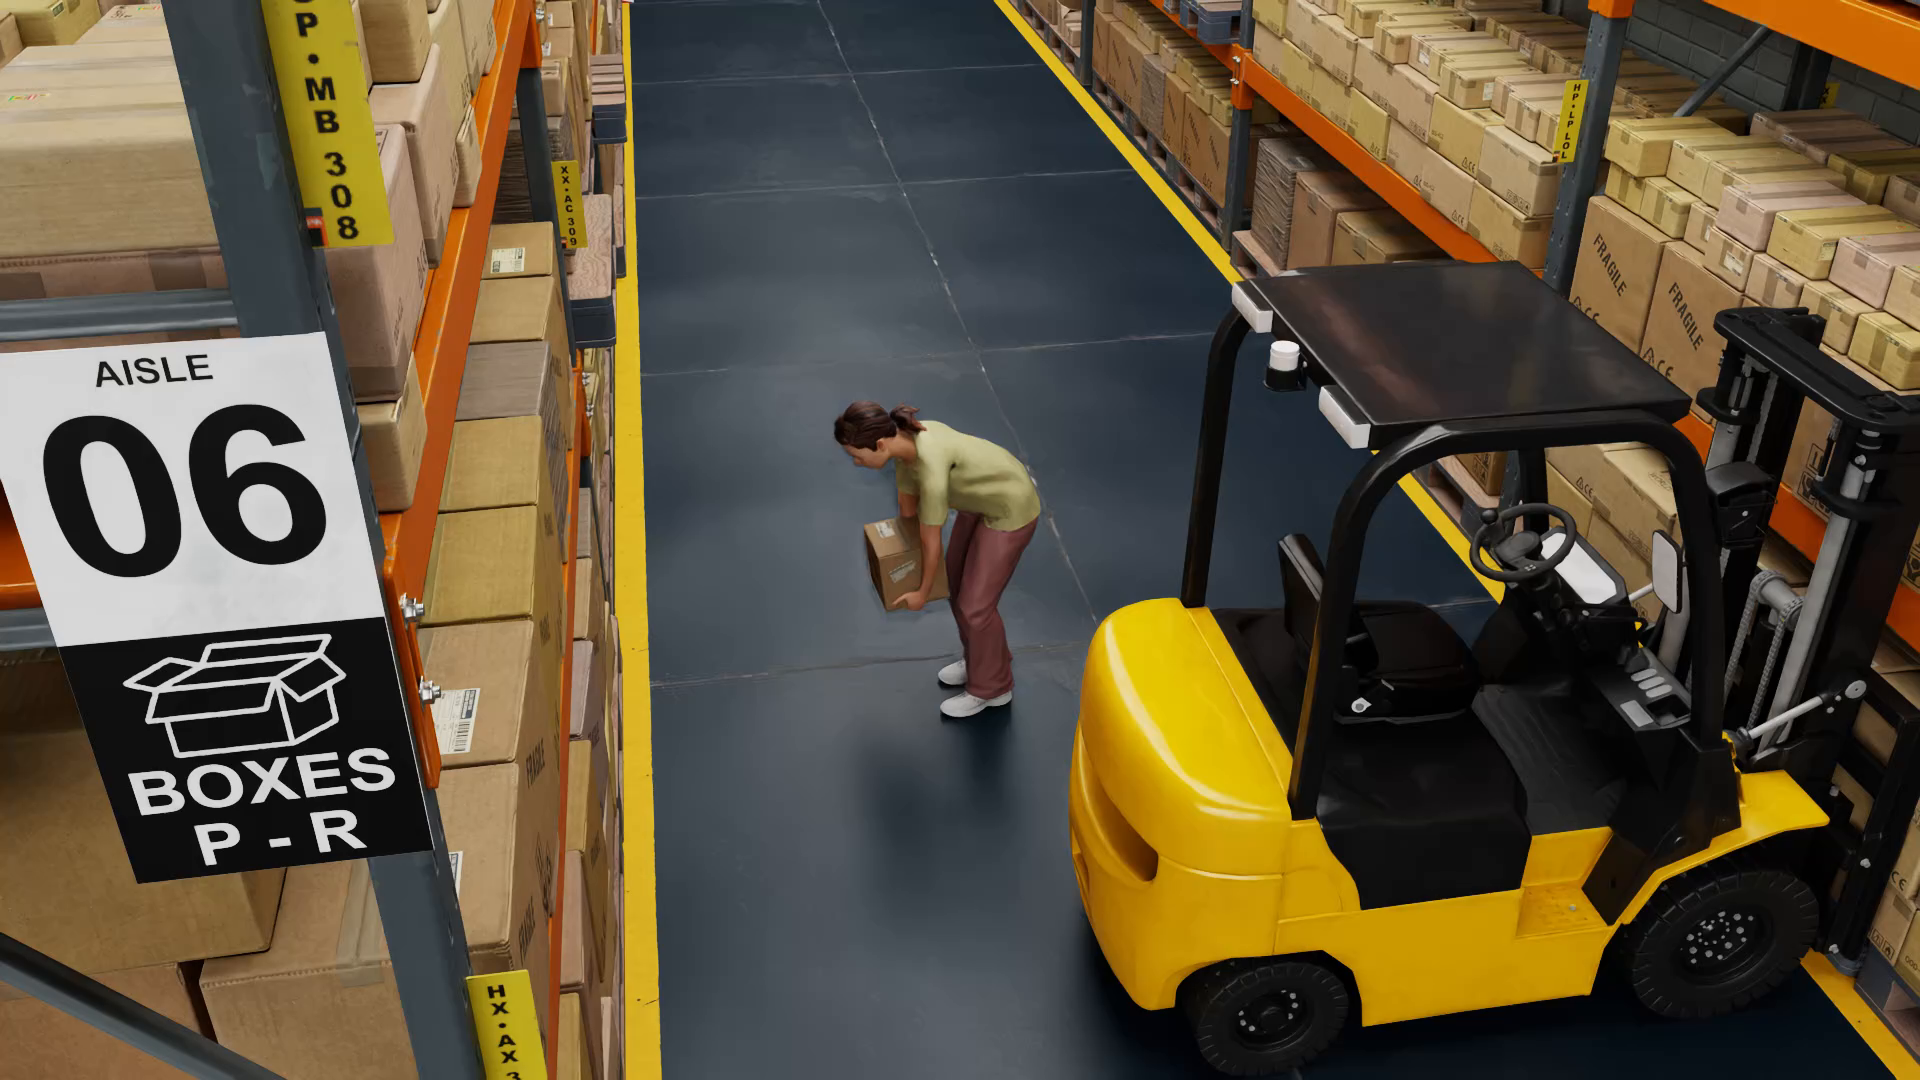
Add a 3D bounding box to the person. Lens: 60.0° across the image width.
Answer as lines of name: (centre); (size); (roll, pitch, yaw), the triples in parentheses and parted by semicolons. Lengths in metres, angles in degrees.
person: (-0.082, 0.054, 6.336); (0.777, 1.380, 0.406); (-10, 32, -17)
